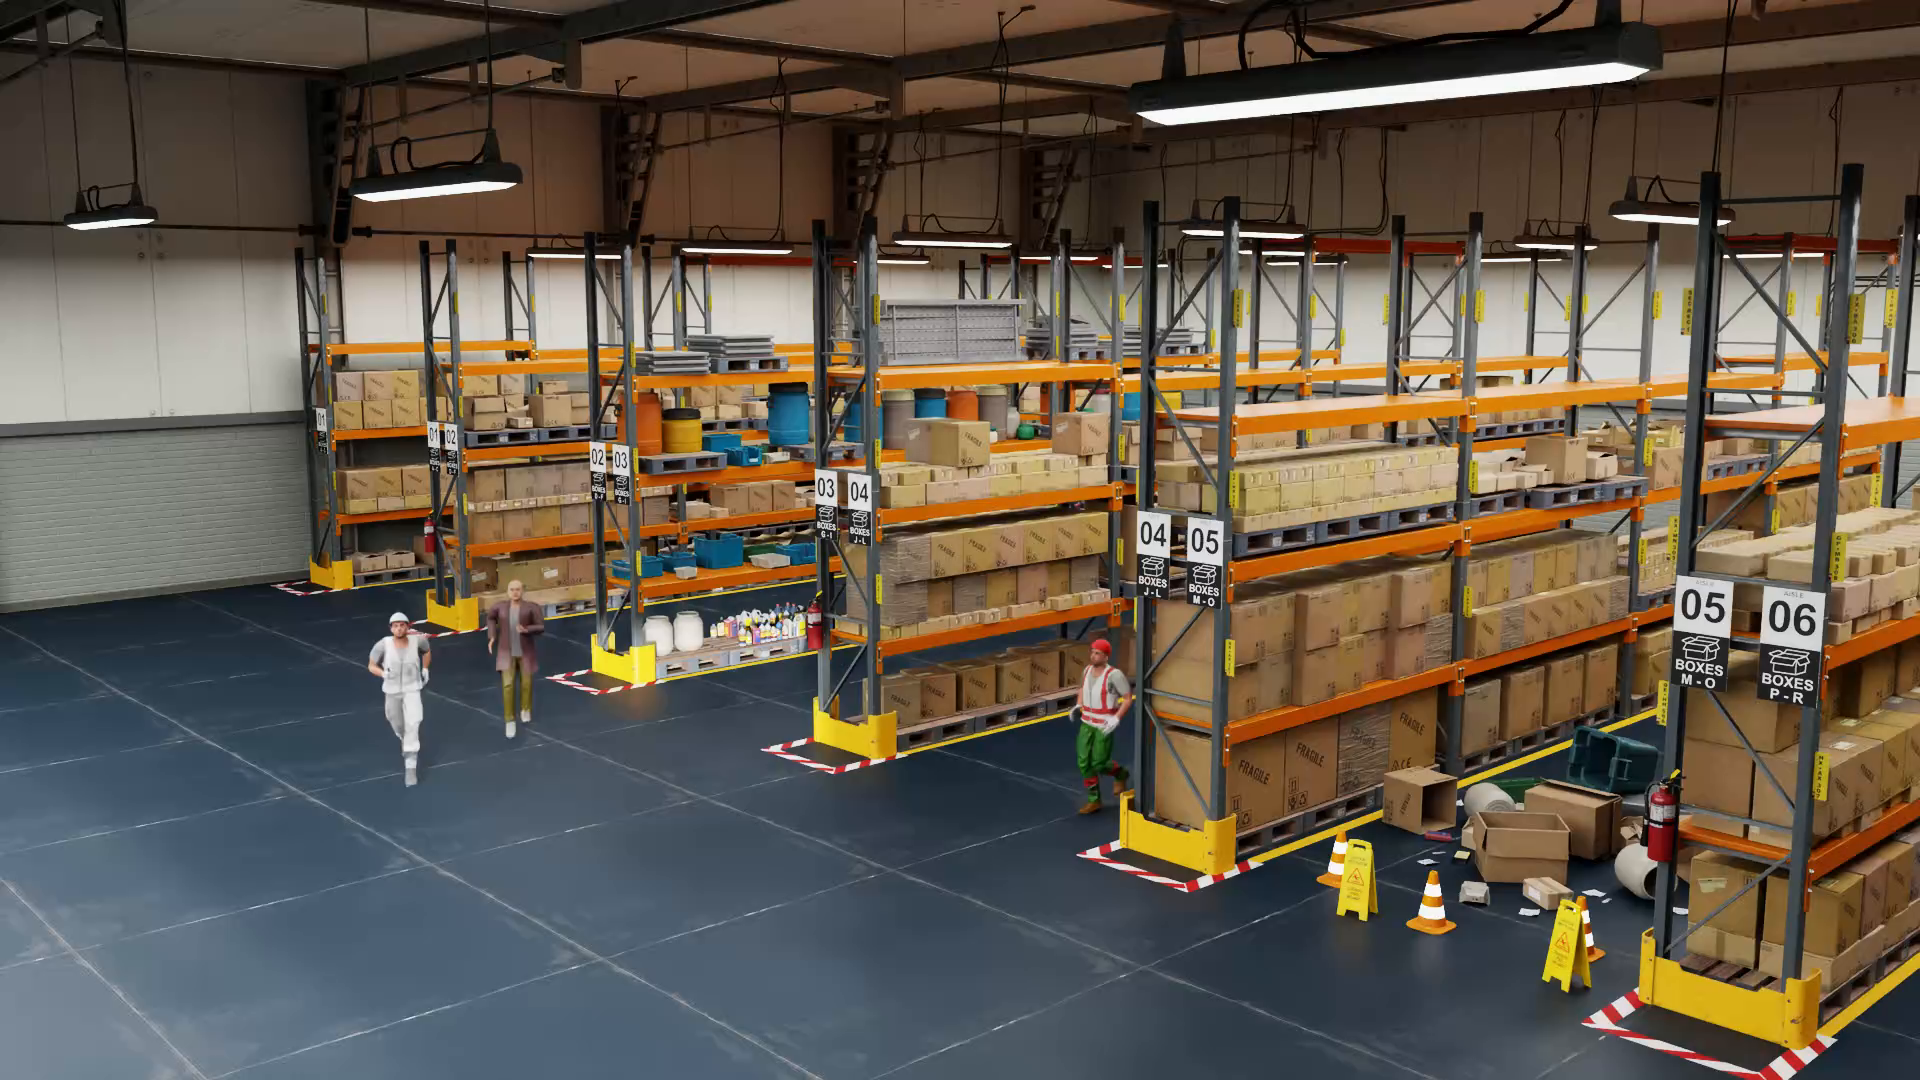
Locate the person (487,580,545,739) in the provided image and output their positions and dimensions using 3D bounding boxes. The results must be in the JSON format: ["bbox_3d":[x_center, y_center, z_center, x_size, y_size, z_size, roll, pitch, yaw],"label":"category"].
[{"bbox_3d":[-5.286,1.387,19.844,0.675,1.849,0.863,-2,9,-15],"label":"person"}]

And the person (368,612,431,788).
[{"bbox_3d":[-6.049,1.666,17.982,0.621,1.818,1.088,-2,9,-11],"label":"person"}]

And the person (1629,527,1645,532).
[{"bbox_3d":[10.619,0.598,25.730,0.857,1.651,0.664,-5,10,-30],"label":"person"}]

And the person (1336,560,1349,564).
[{"bbox_3d":[5.214,0.986,22.675,0.673,1.748,0.857,8,12,43],"label":"person"}]

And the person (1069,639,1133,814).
[{"bbox_3d":[1.442,1.856,16.803,0.674,1.759,0.657,8,12,44],"label":"person"}]
